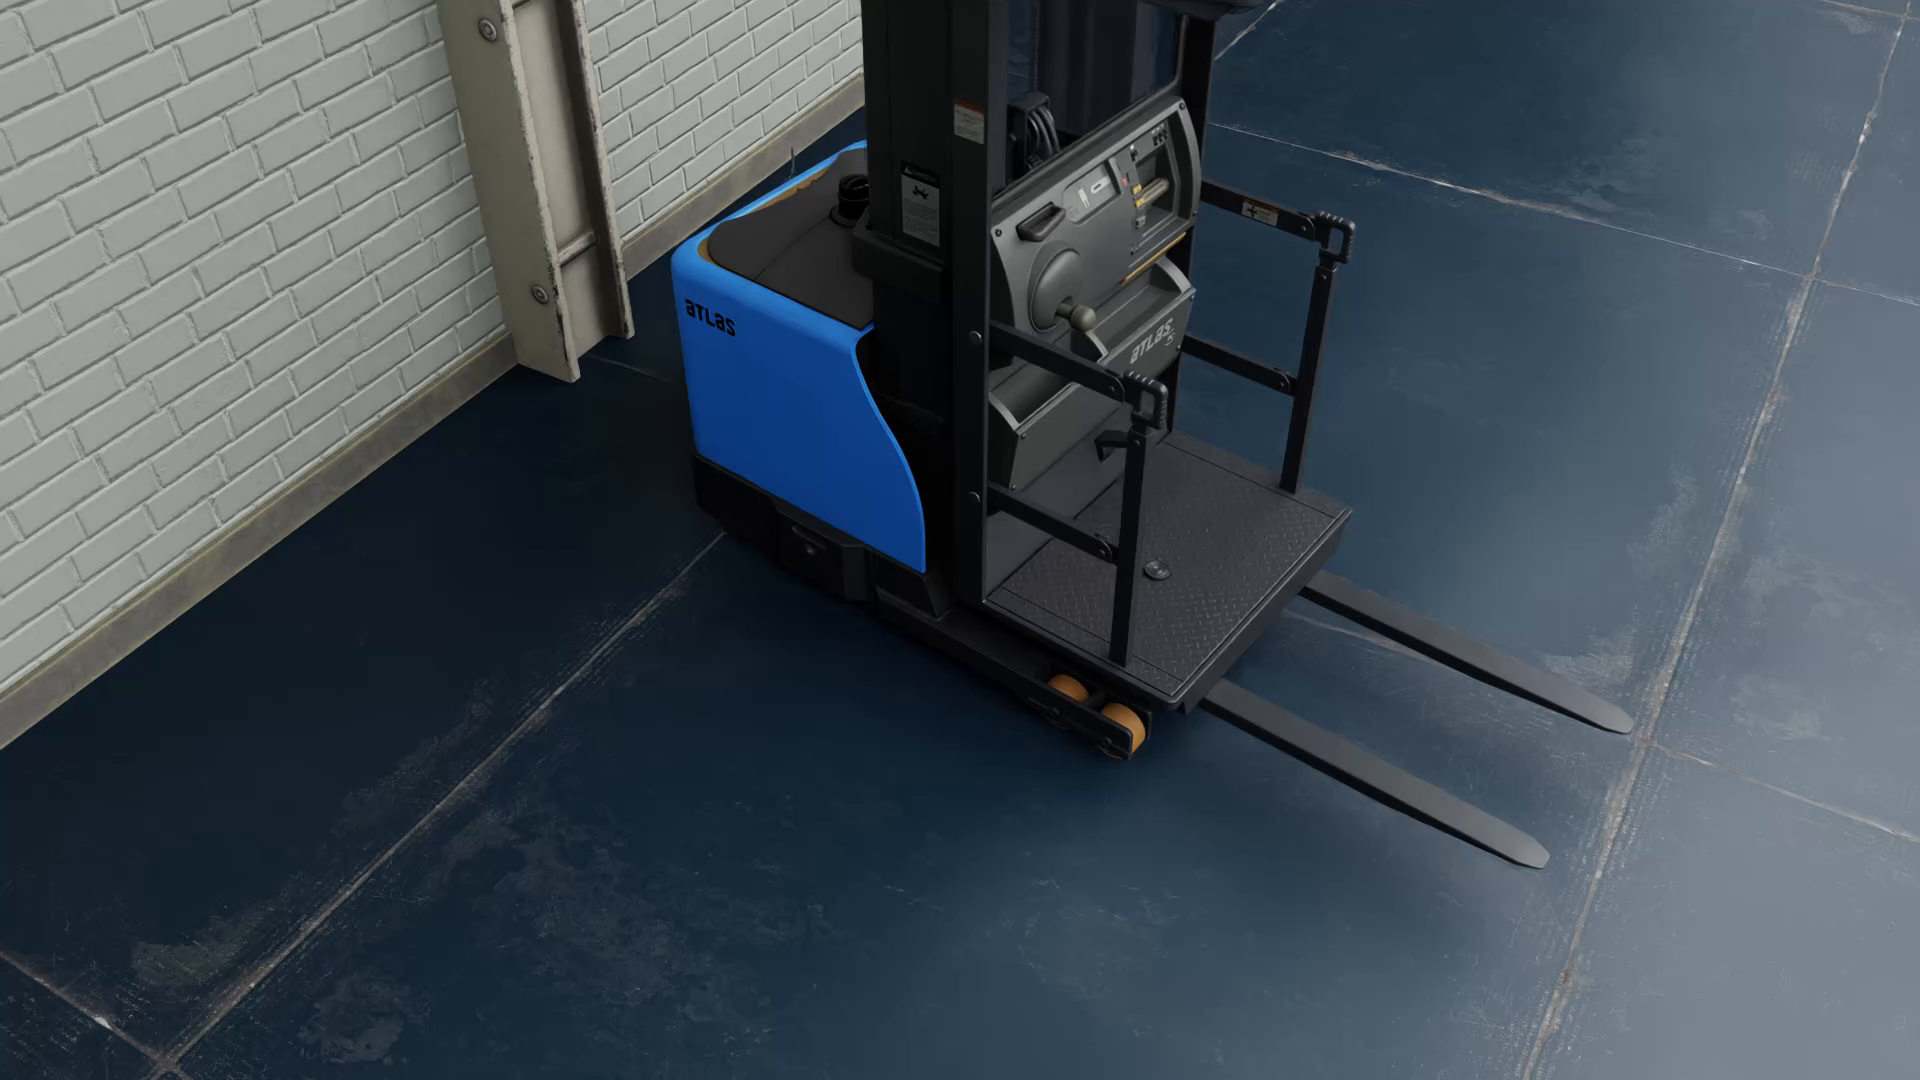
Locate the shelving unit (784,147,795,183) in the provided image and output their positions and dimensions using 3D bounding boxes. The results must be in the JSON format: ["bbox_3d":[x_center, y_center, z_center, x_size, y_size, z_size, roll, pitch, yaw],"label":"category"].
[{"bbox_3d":[-0.513,-0.994,6.195,0.210,0.900,0.258,2,41,1],"label":"shelving unit"}]

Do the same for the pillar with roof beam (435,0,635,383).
[{"bbox_3d":[2.191,-2.725,2.035,9.100,9.000,0.400,21,45,22],"label":"pillar with roof beam"}]

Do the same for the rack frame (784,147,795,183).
[{"bbox_3d":[-0.615,-0.998,6.196,0.006,0.900,0.240,2,41,1],"label":"rack frame"}]

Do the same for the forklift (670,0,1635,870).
[{"bbox_3d":[0.556,-0.844,4.491,3.031,2.935,1.130,27,48,27],"label":"forklift"}]
